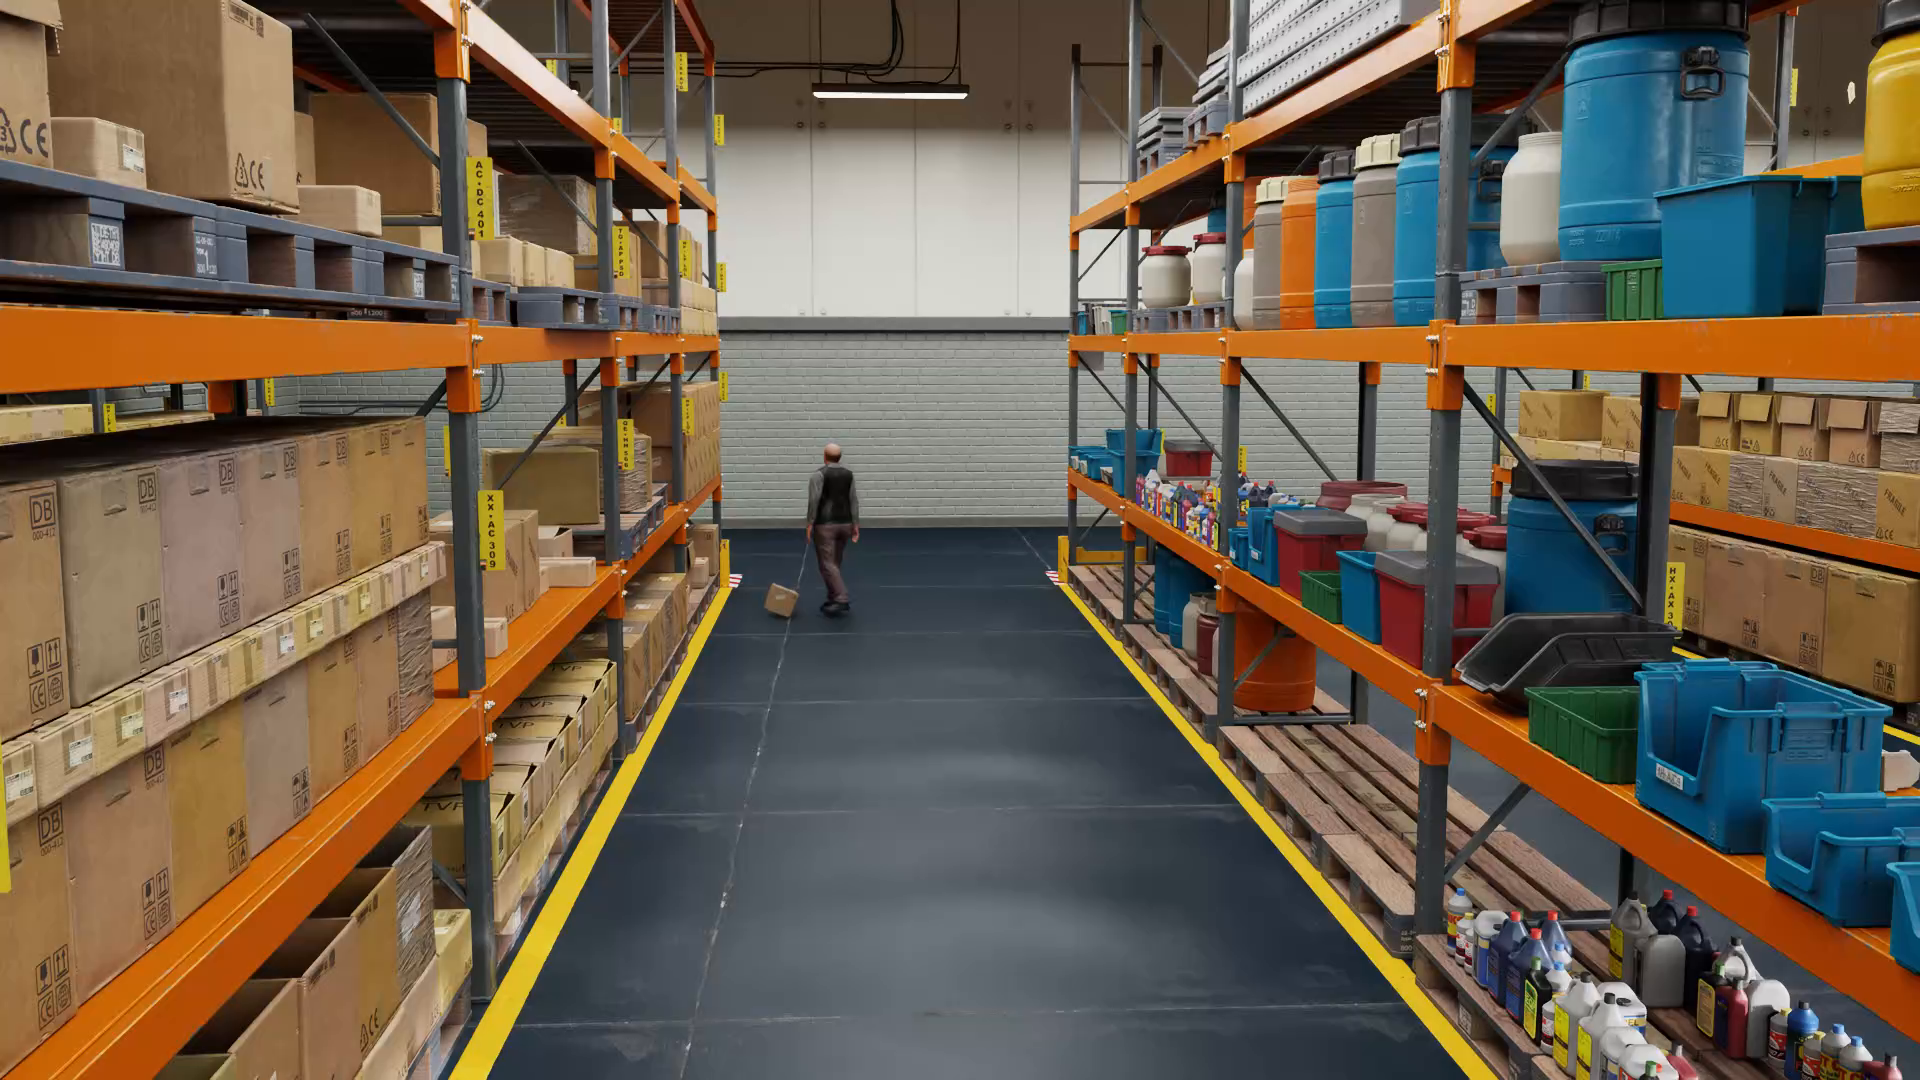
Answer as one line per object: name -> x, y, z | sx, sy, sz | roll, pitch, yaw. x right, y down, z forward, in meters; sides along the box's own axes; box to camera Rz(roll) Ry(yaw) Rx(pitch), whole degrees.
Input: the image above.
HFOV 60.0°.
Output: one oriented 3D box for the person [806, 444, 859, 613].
person -> -1.263, -0.119, 16.879 | 0.584, 1.710, 0.590 | -6, 9, -41
